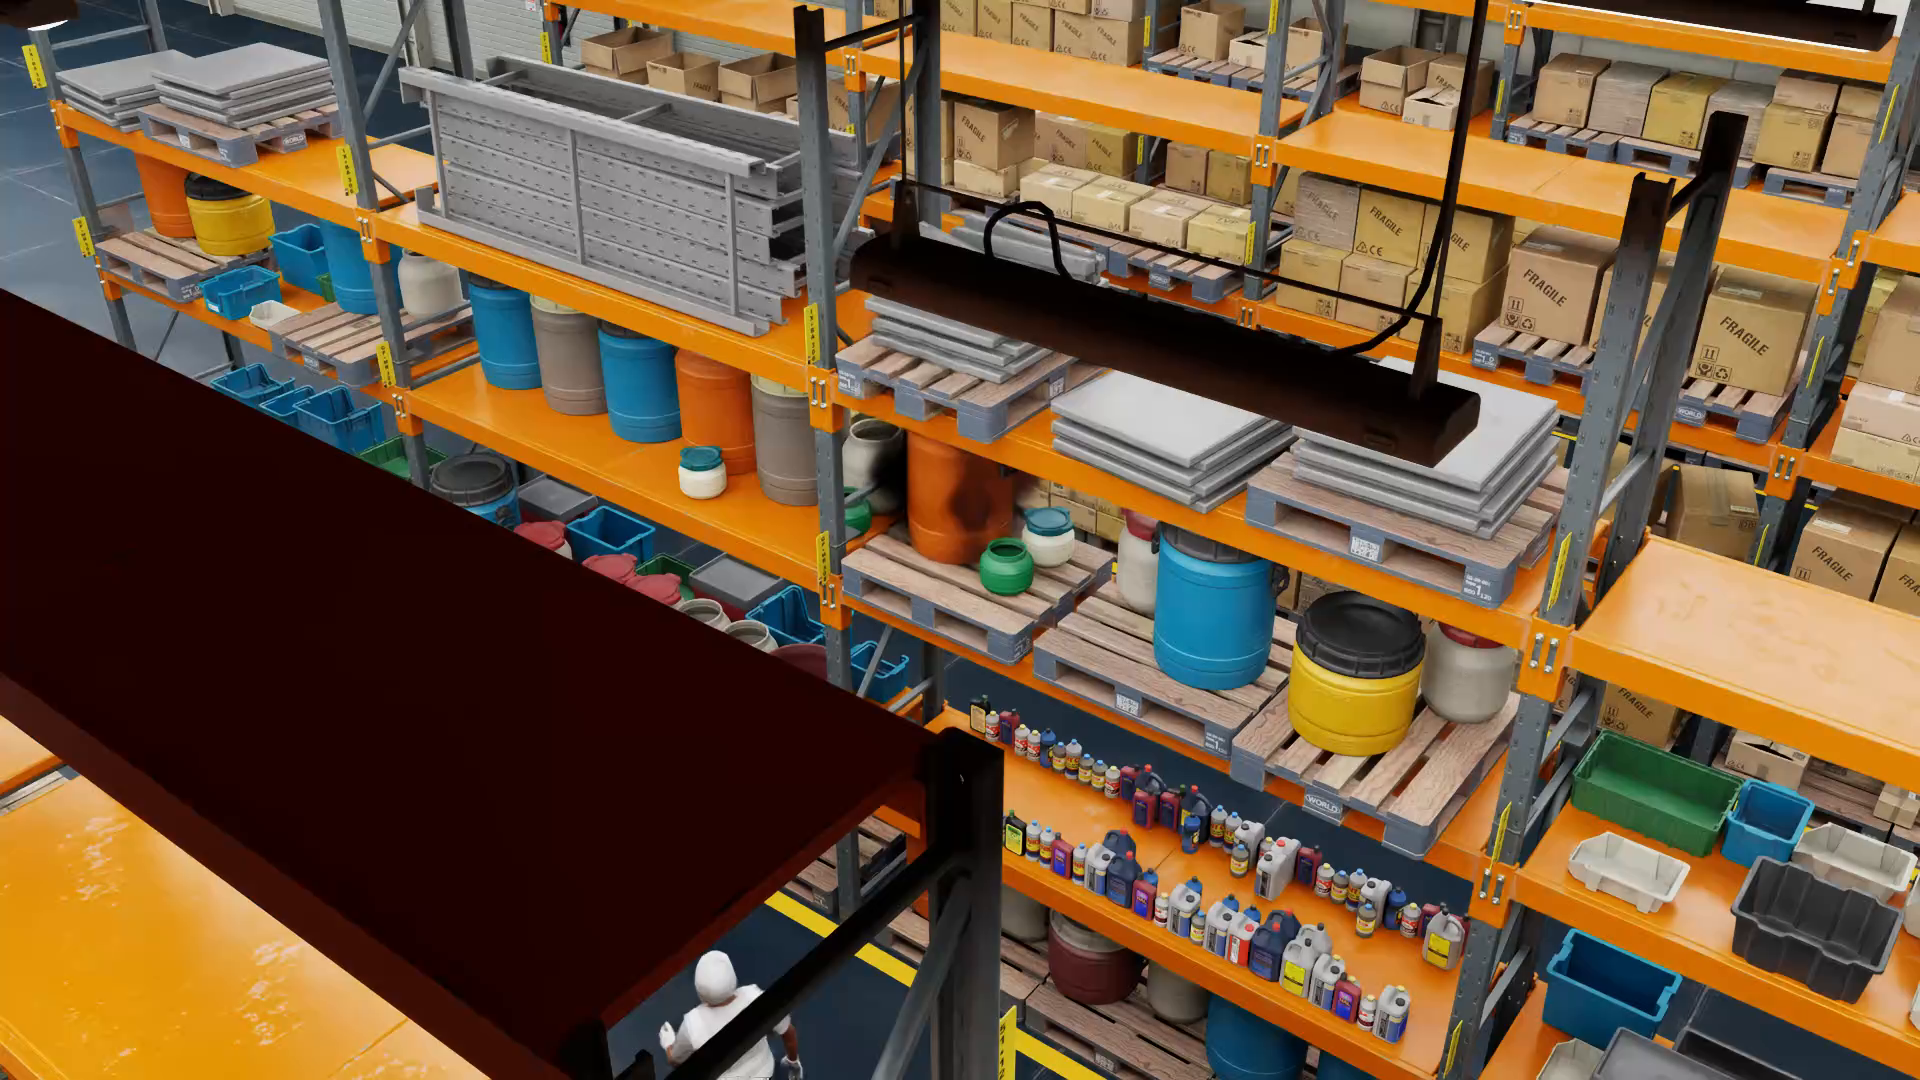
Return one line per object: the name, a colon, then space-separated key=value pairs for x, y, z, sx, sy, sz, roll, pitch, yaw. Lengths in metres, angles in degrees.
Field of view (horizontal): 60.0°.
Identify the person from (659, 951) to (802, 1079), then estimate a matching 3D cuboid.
person: x=-1.246 y=2.890 z=8.934 sx=0.892 sy=1.802 sz=0.570 roll=20 pitch=37 yaw=29
